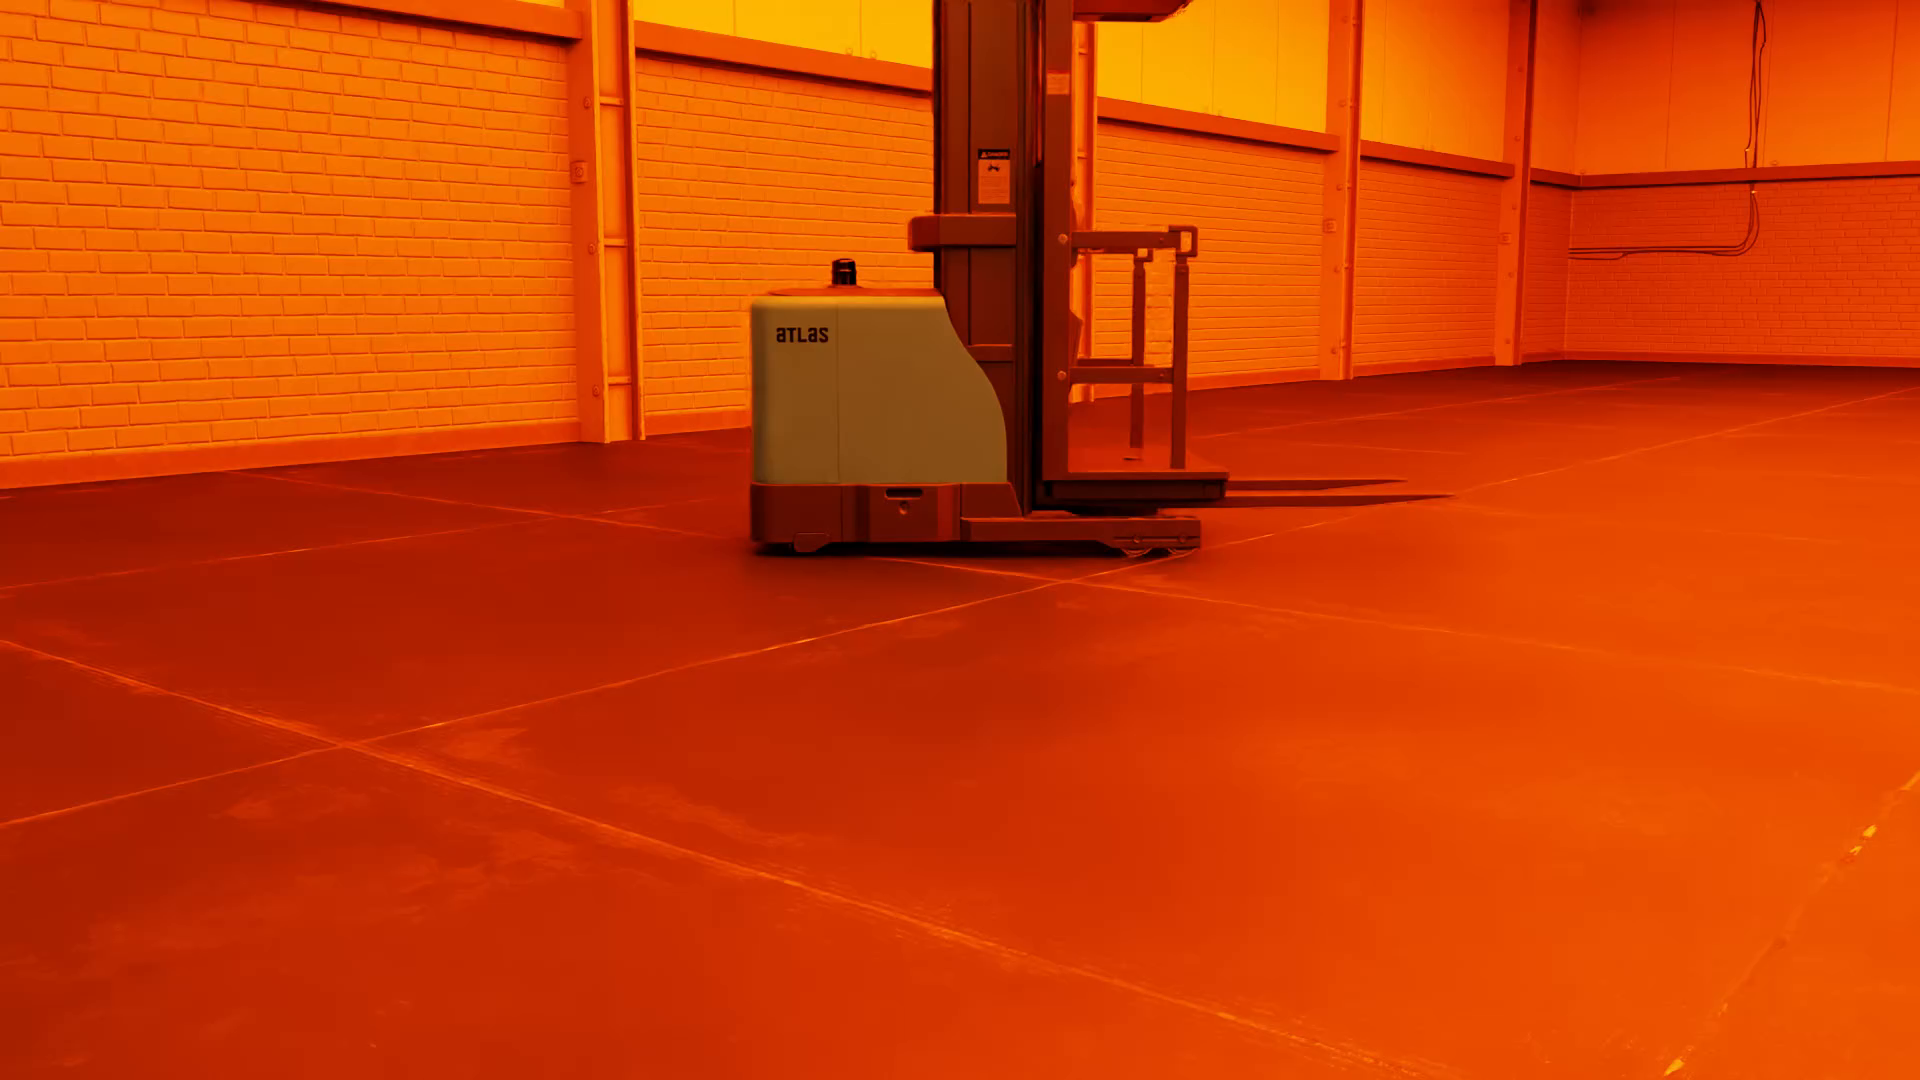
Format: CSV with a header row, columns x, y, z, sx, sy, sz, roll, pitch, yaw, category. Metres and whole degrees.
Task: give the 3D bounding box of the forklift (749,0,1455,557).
x,y,z,sx,sy,sz,roll,pitch,yaw,category
0.609,-1.457,7.240,3.031,2.935,1.130,-1,8,-4,forklift
